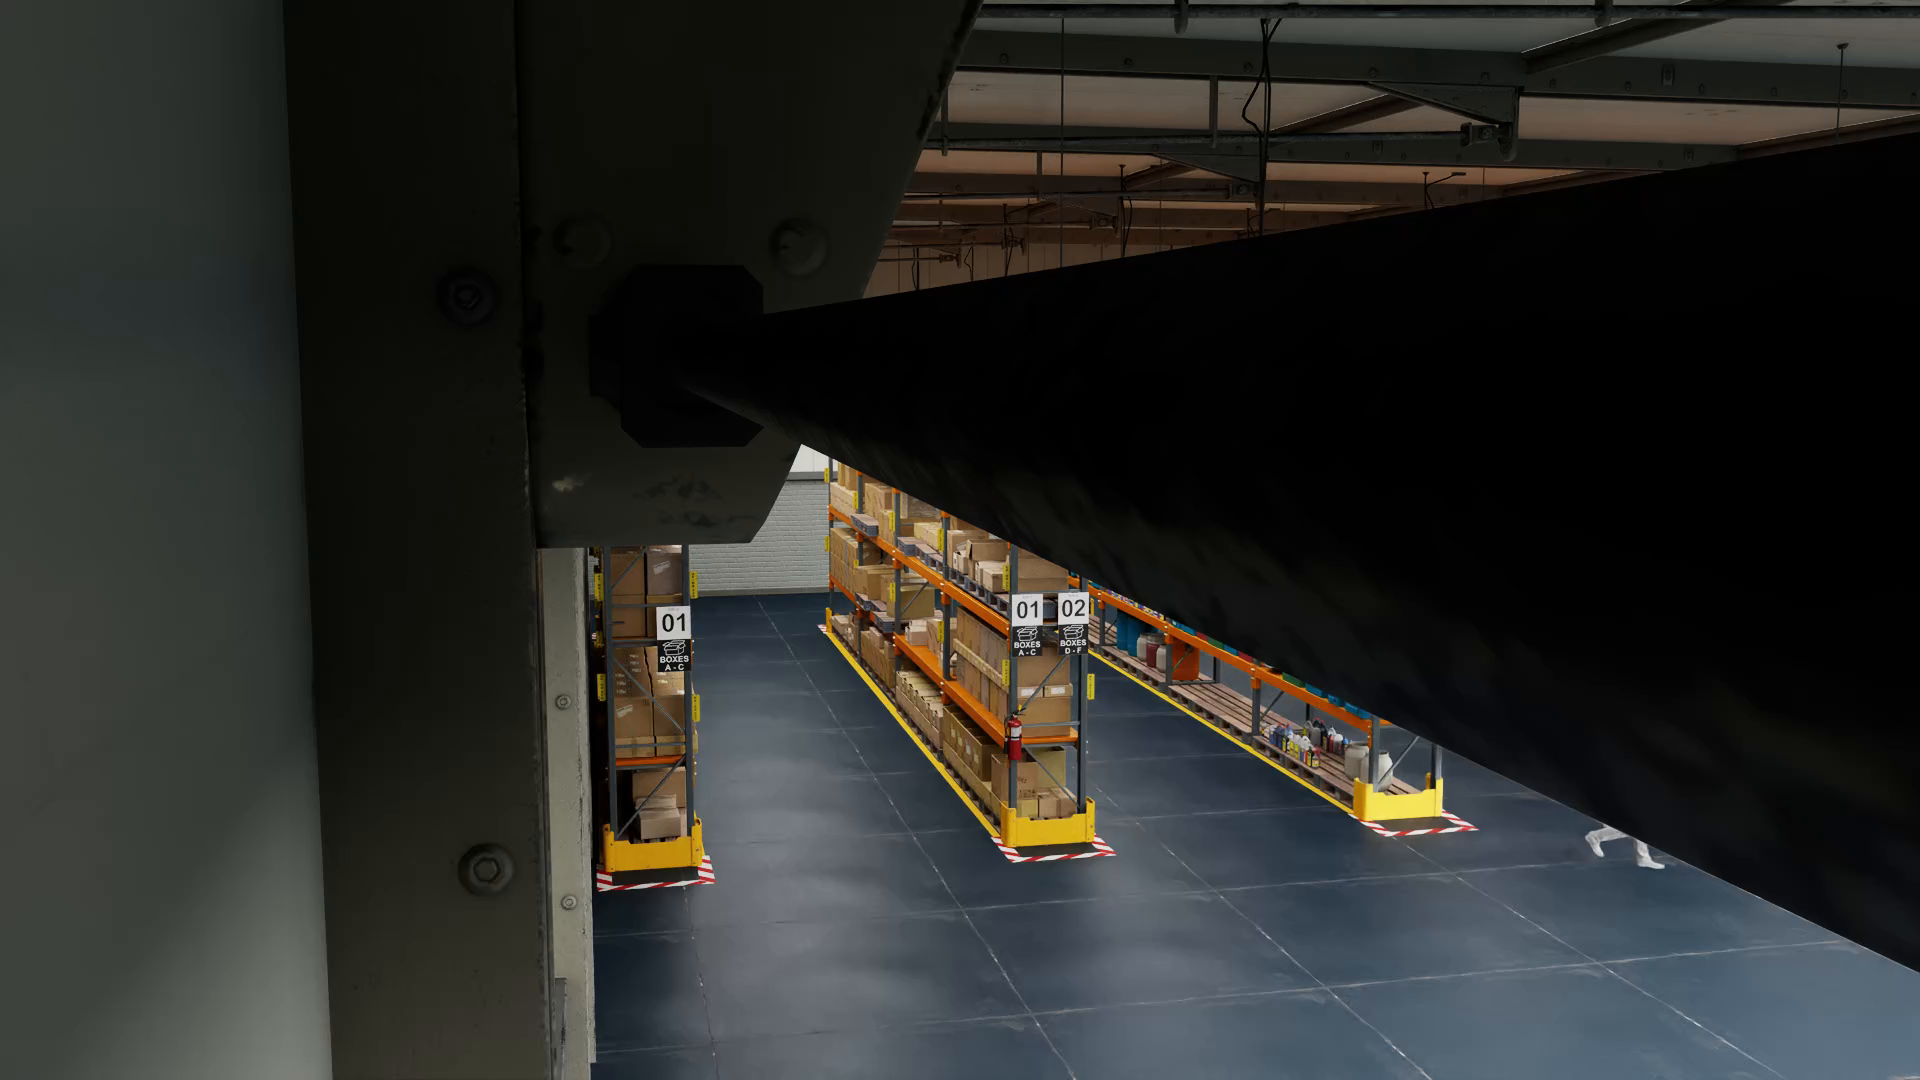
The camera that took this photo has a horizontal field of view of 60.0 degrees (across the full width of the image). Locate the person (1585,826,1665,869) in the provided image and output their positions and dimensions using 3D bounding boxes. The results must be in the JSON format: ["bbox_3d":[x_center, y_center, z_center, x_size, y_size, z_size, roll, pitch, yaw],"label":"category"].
[{"bbox_3d":[8.045,3.086,20.052,0.922,1.759,0.713,2,7,17],"label":"person"}]
